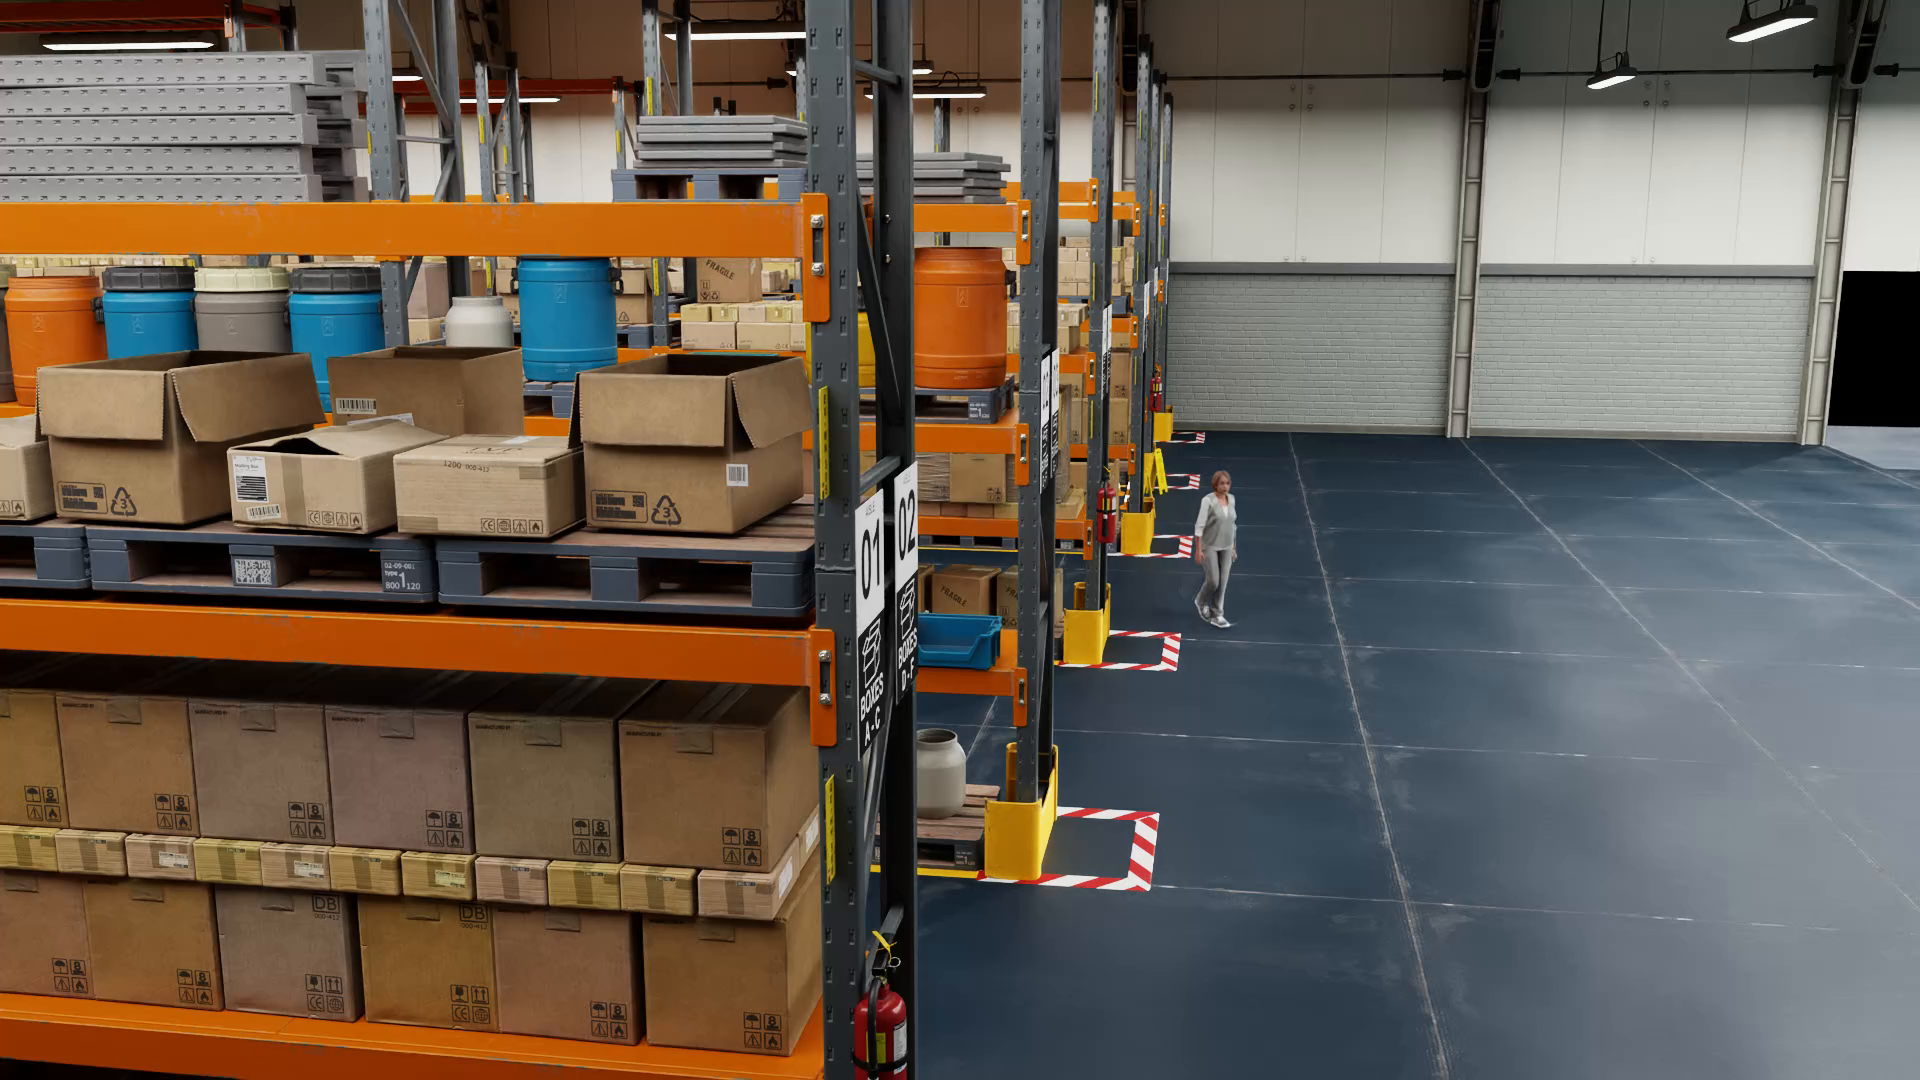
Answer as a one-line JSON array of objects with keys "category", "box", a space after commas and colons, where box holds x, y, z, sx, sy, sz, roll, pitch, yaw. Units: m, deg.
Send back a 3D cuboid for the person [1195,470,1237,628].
[{"category": "person", "box": [2.471, 0.079, 16.277, 0.452, 1.574, 0.469, -5, 12, -23]}]
